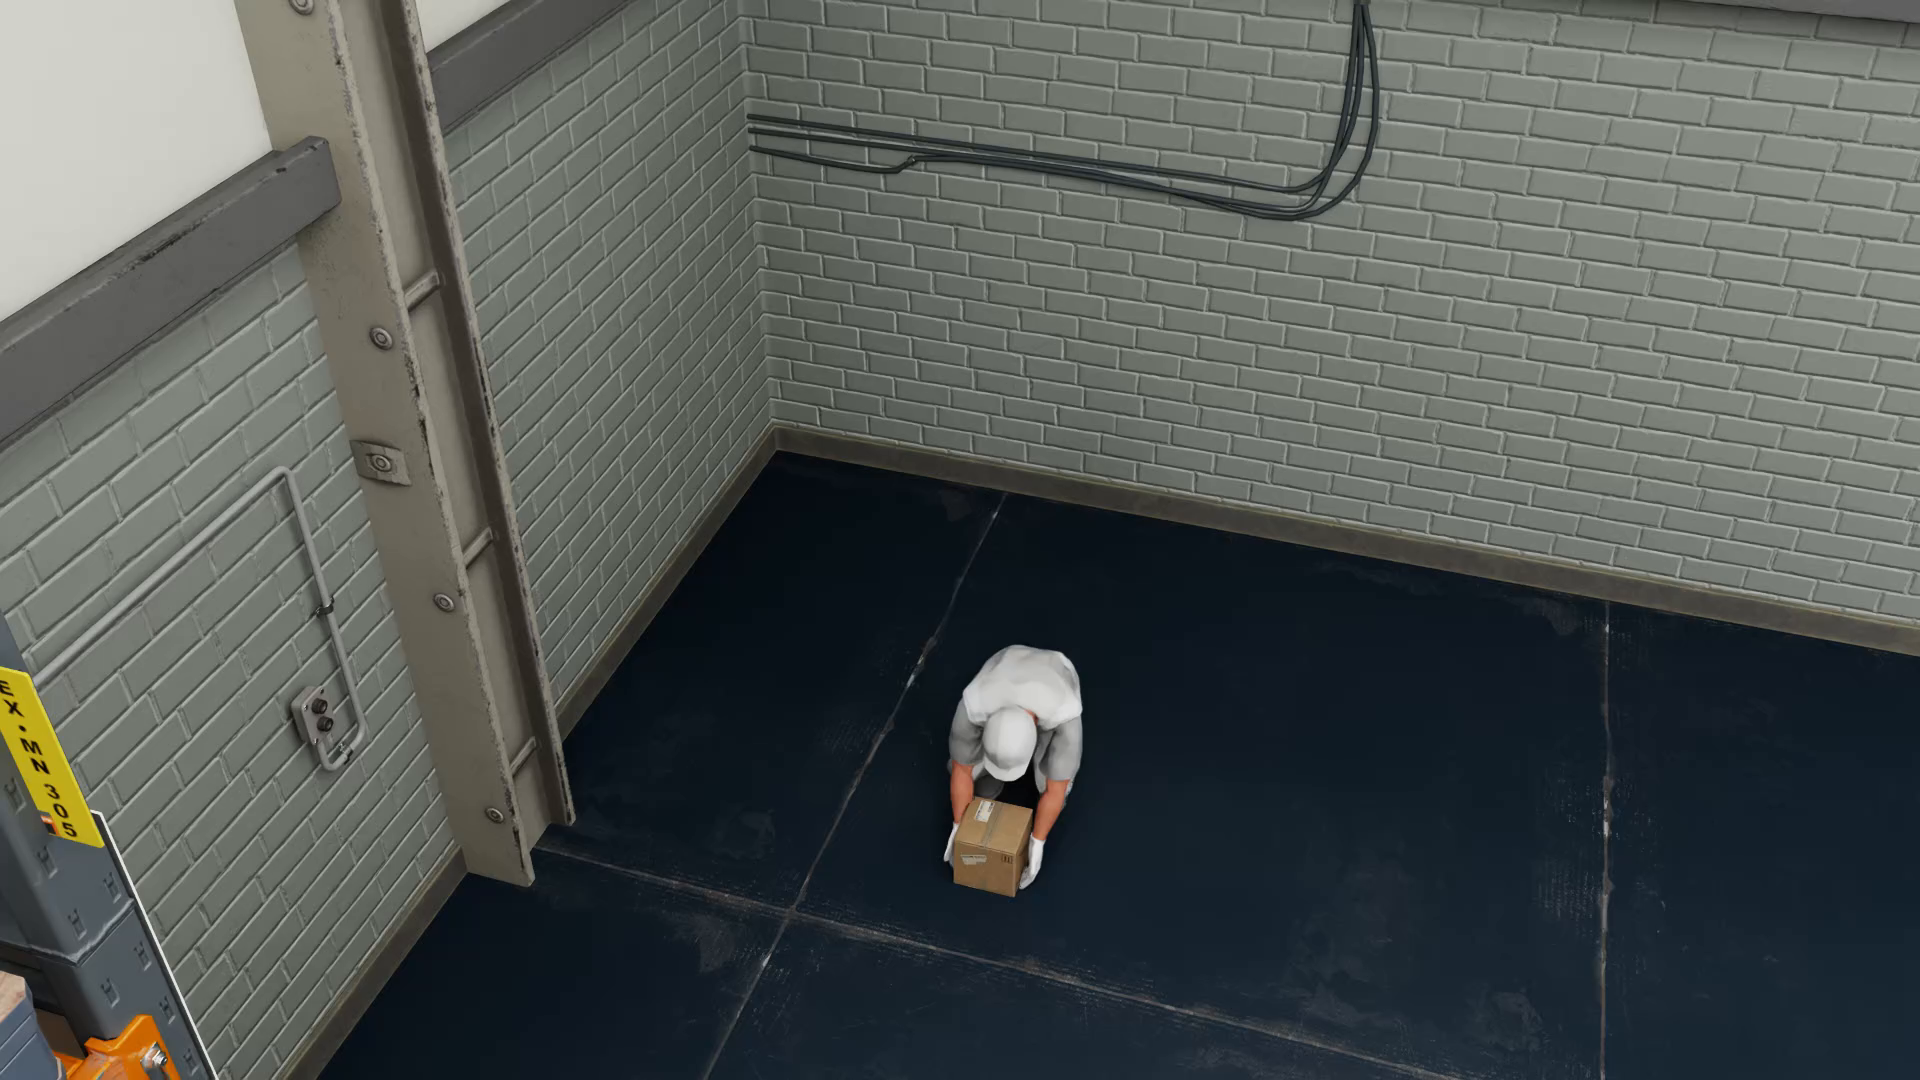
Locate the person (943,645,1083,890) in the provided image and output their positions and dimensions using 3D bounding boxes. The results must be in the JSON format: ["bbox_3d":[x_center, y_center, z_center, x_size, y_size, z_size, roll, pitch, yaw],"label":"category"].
[{"bbox_3d":[0.236,0.782,6.605,0.563,0.860,0.890,11,38,14],"label":"person"}]
